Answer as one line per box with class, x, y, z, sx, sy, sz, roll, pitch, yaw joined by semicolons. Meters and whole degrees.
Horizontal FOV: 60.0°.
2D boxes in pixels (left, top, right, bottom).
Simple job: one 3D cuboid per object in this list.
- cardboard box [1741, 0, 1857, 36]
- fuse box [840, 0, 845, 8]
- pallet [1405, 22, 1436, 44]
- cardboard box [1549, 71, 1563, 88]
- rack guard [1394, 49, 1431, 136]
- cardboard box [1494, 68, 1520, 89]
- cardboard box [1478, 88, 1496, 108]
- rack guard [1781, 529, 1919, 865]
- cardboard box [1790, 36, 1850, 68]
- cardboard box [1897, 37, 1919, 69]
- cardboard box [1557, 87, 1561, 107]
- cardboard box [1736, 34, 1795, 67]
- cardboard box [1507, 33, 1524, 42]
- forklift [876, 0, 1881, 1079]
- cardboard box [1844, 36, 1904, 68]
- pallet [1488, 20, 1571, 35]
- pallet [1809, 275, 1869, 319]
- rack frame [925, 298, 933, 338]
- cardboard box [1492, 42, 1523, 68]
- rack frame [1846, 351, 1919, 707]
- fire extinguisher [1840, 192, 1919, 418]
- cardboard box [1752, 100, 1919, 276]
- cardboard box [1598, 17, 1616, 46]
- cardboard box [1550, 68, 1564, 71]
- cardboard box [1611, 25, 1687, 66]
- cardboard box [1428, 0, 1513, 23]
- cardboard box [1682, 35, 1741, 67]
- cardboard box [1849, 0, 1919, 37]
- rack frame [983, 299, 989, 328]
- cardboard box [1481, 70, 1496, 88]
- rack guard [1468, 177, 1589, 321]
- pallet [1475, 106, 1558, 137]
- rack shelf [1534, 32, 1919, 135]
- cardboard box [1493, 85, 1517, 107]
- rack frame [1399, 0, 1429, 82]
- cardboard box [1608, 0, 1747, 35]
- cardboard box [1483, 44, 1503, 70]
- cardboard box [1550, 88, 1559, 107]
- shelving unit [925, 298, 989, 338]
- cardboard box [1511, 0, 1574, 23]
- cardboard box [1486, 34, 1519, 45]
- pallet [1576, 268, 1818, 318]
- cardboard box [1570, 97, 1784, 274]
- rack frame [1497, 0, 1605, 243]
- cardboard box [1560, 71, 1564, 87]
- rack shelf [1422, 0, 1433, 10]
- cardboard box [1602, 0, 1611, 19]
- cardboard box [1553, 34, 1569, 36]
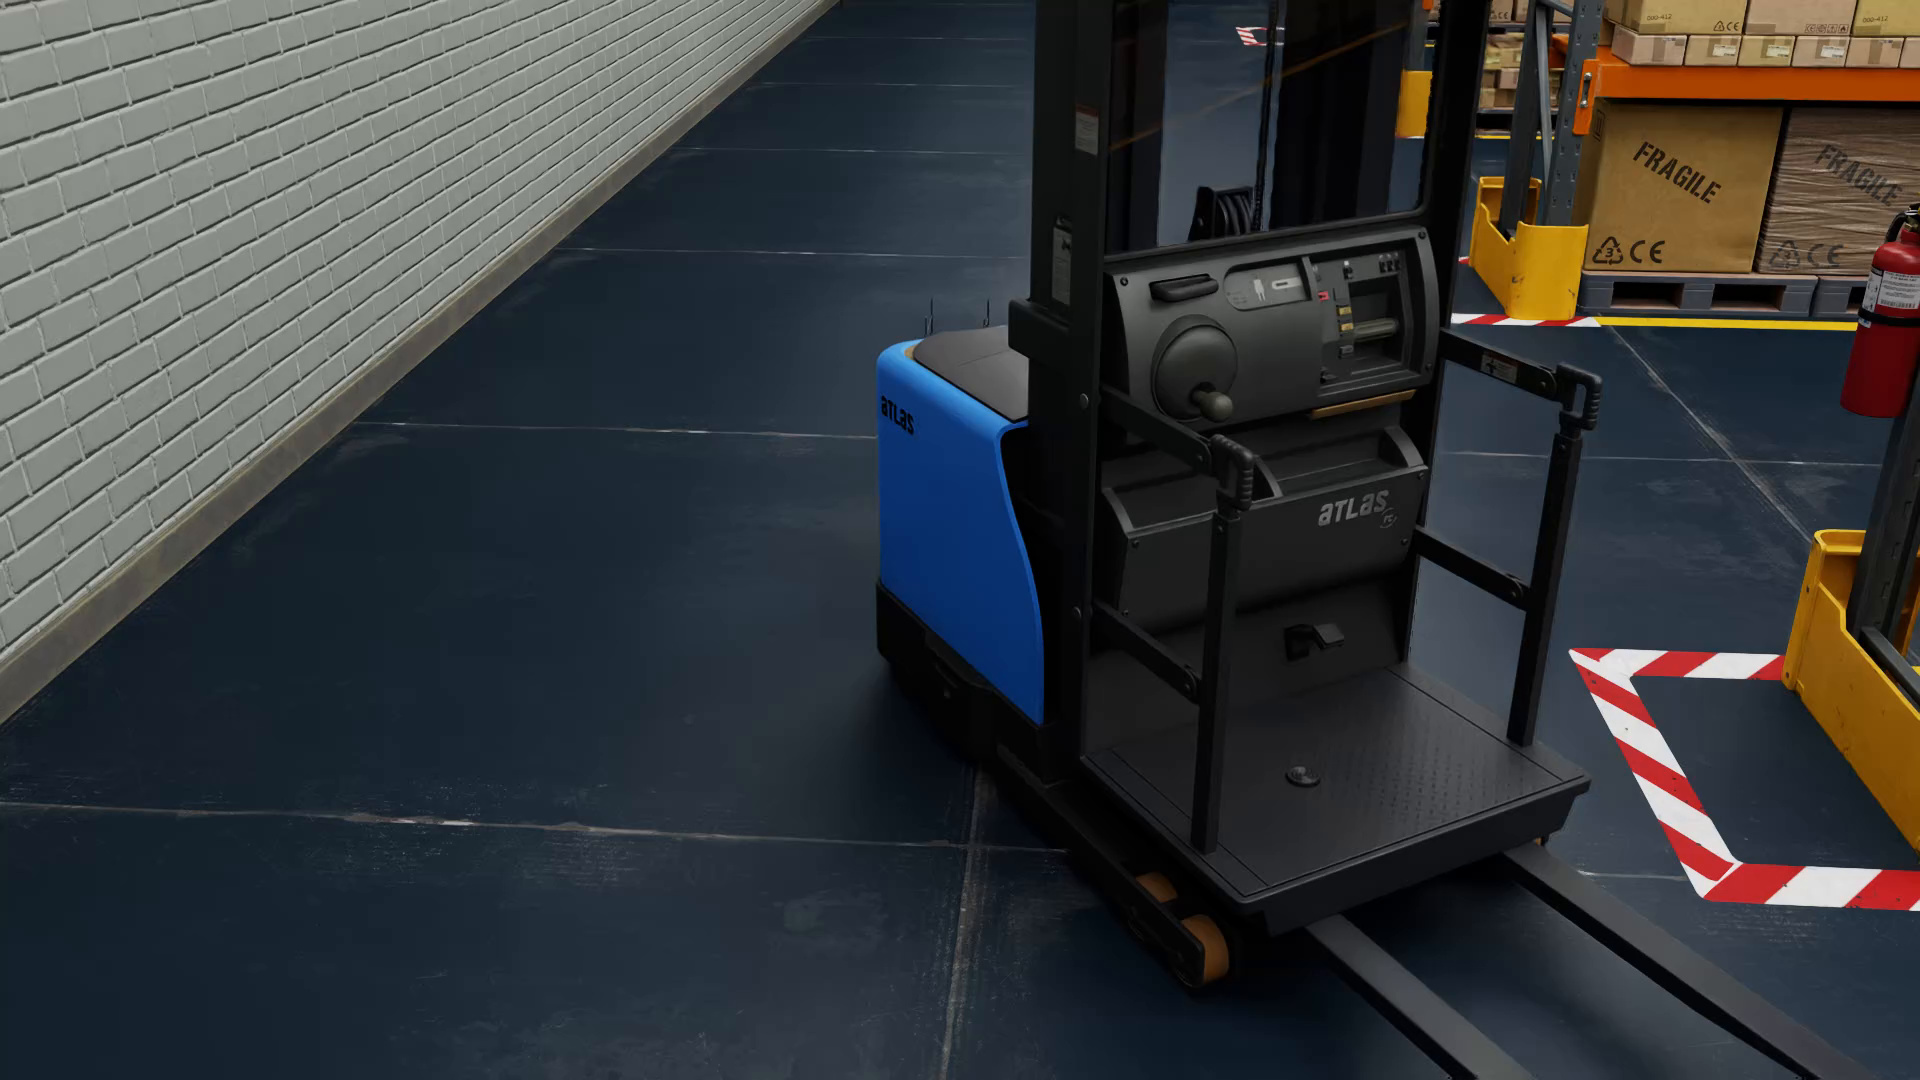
cardboard box;4.121;-2.687;8.326;0.500;0.250;0.500;2;25;3
fuse box;-1.415;-7.349;20.174;0.414;1.711;0.539;2;25;4
pallet;4.706;-5.633;18.239;1.213;0.211;1.003;2;25;4
cardboard box;4.647;-3.730;13.320;0.250;0.149;0.380;2;25;5
rack guard;3.700;-3.688;13.667;0.348;0.500;1.175;2;25;4
cardboard box;4.396;-3.701;13.257;0.250;0.149;0.380;2;25;4
cardboard box;4.123;-3.572;13.332;0.250;0.149;0.380;2;25;5
rack guard;2.740;0.442;4.691;0.348;0.500;1.175;2;25;4
cardboard box;4.244;-2.476;8.342;0.250;0.149;0.380;1;25;3
cardboard box;4.755;-2.459;8.306;0.250;0.149;0.380;2;25;3
cardboard box;4.884;-3.539;13.260;0.250;0.149;0.380;2;25;5
cardboard box;3.984;-2.484;8.360;0.250;0.149;0.380;1;25;3
cardboard box;4.686;-4.094;13.754;0.250;0.149;0.380;1;25;3
forklift;0.872;-0.488;3.803;1.130;2.935;3.031;-13;28;-25
cardboard box;4.498;-2.467;8.324;0.250;0.149;0.380;1;25;3
pallet;5.919;-5.593;18.152;1.213;0.211;1.003;2;25;4
pallet;5.161;-1.462;9.176;1.213;0.211;1.003;2;25;4
rack frame;-0.109;-0.412;6.070;0.006;0.900;0.240;2;25;4
cardboard box;4.405;-3.875;13.280;0.250;0.149;0.380;2;25;5
rack frame;2.765;-0.698;4.178;0.127;3.000;1.000;2;25;4
fire extinguisher;2.649;-0.688;4.695;0.183;0.674;0.296;2;25;4
cardboard box;4.696;-1.972;8.986;0.875;0.875;0.875;2;25;4
cardboard box;3.524;-2.774;8.991;0.250;0.149;0.380;2;25;5
cardboard box;4.647;-3.814;13.146;0.250;0.149;0.380;2;25;4
cardboard box;3.473;-2.499;8.394;0.250;0.149;0.380;2;25;5
cardboard box;5.482;-5.914;18.077;0.875;0.438;0.875;2;25;5
cardboard box;3.729;-2.492;8.377;0.250;0.149;0.380;1;25;3
cardboard box;4.622;-2.670;8.288;0.500;0.250;0.500;1;25;2
rack frame;0.093;-0.406;6.055;0.006;0.900;0.240;2;25;4
cardboard box;4.127;-3.733;13.327;0.250;0.149;0.380;3;25;6
rack guard;3.120;-1.627;9.189;0.348;0.500;1.175;2;25;4
pallet;4.508;-3.516;13.639;1.213;0.211;1.003;2;25;4
rack shelf;5.138;-2.371;8.676;4.000;0.370;1.077;2;25;4
cardboard box;4.390;-3.598;13.388;0.250;0.149;0.380;2;25;4
rack frame;3.625;-4.826;13.150;0.127;3.000;1.000;2;25;4
cardboard box;3.602;-2.701;8.356;0.500;0.250;0.500;1;25;3
cardboard box;4.121;-3.834;13.190;0.250;0.149;0.380;1;25;2
cardboard box;4.638;-3.592;13.377;0.250;0.149;0.380;2;25;5
shelving unit;-0.008;-0.409;6.062;0.210;0.900;0.258;2;25;4
cardboard box;6.381;-5.885;18.013;0.875;0.438;0.875;1;25;2
cardboard box;4.418;-4.049;13.657;0.250;0.149;0.380;2;25;5
pallet;3.947;-1.502;9.263;1.213;0.211;1.003;2;25;4
cardboard box;3.788;-2.001;9.049;0.875;0.875;0.875;2;25;4
rack frame;3.144;-2.762;8.665;0.127;3.000;1.000;2;25;4
cardboard box;4.894;-3.677;13.204;0.250;0.149;0.380;3;25;6
rack shelf;5.619;-4.435;13.161;4.000;0.370;1.077;2;25;4
cardboard box;3.648;-2.924;8.840;0.500;0.250;0.500;1;25;3
cardboard box;4.939;-4.059;13.679;0.250;0.149;0.380;1;25;2
